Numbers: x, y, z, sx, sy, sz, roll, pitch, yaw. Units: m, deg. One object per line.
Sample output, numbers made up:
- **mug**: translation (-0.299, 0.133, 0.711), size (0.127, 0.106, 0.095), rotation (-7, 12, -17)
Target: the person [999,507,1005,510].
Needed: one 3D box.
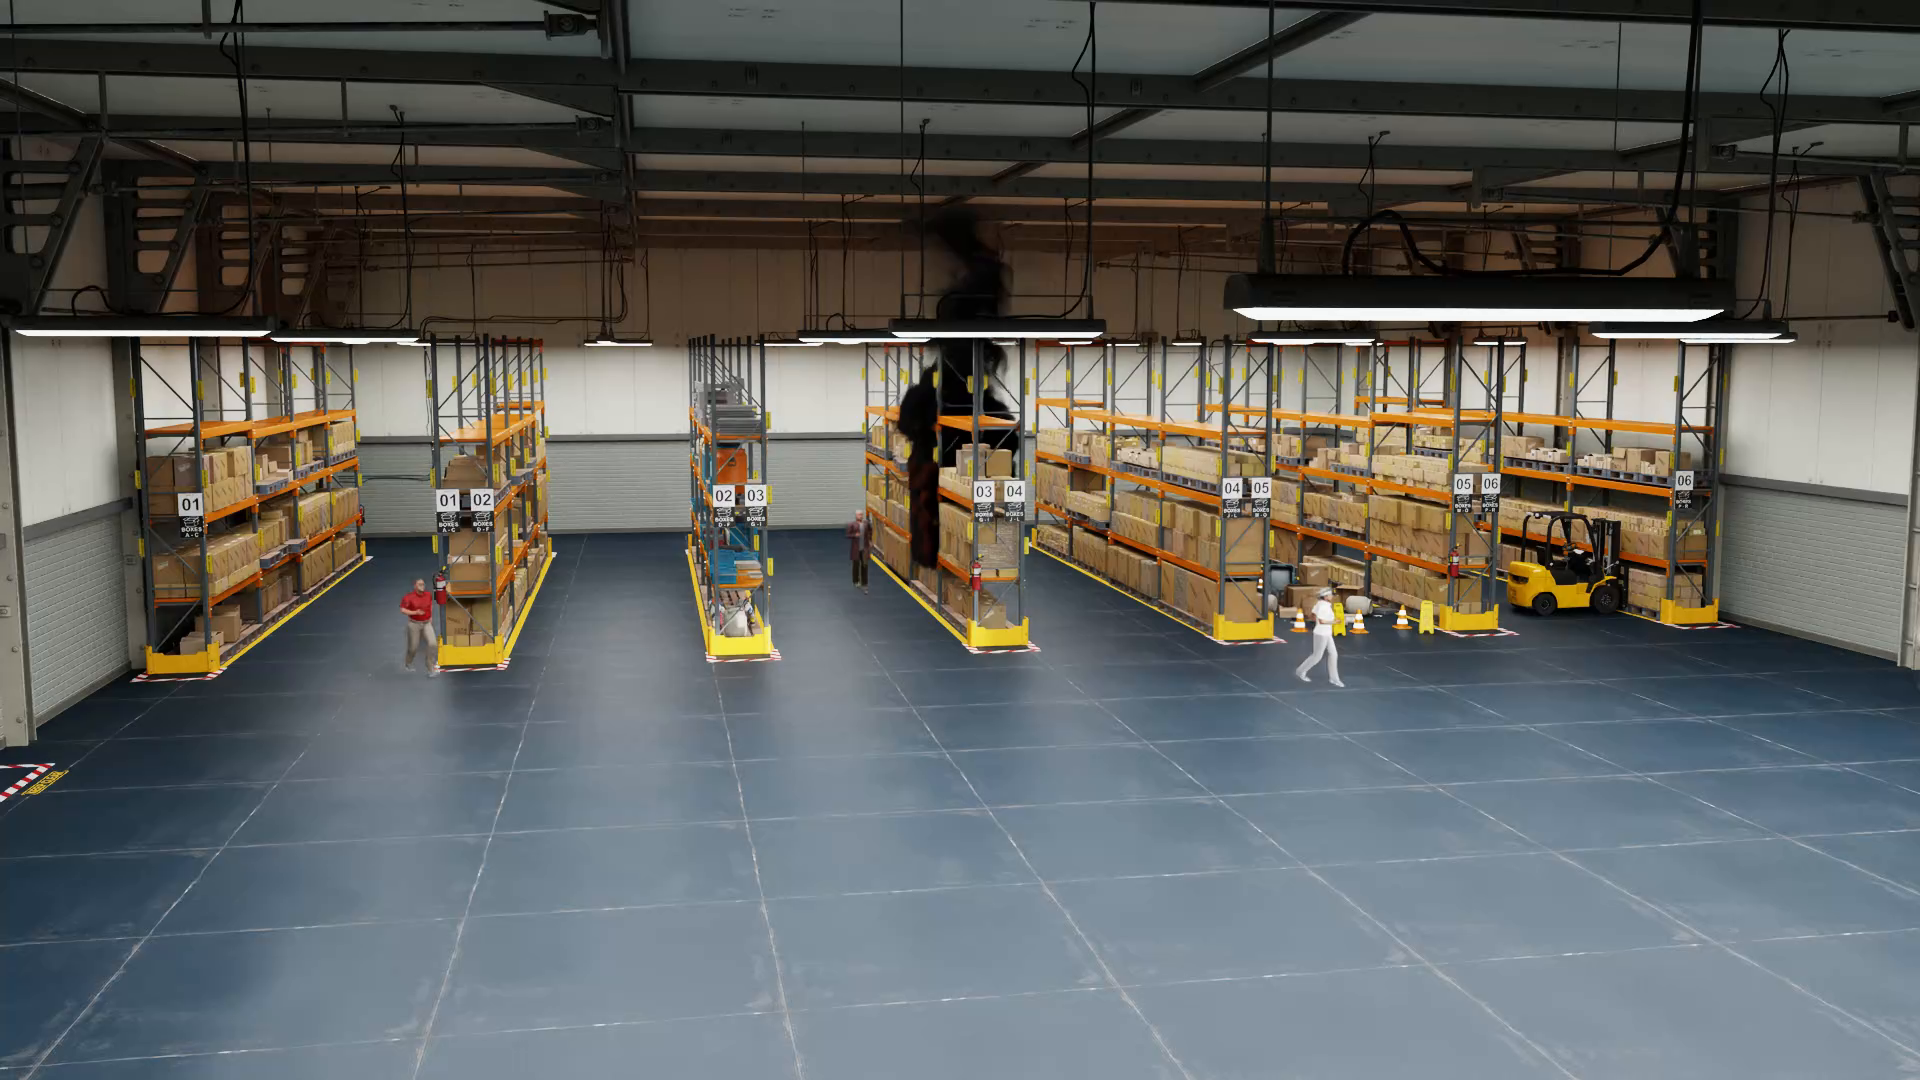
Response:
- **person**: translation (1.178, -0.457, 46.788), size (0.679, 1.696, 0.725), rotation (-1, 7, -9)

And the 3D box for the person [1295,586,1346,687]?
- **person**: translation (6.142, 1.646, 28.309), size (0.862, 1.730, 0.560), rotation (3, 7, 21)

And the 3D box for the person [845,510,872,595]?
- **person**: translation (-2.252, 0.272, 37.581), size (0.685, 1.903, 0.770), rotation (-2, 7, -16)

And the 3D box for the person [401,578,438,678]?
- **person**: translation (-9.525, 1.542, 29.252), size (0.680, 1.769, 0.848), rotation (-6, 9, -42)
